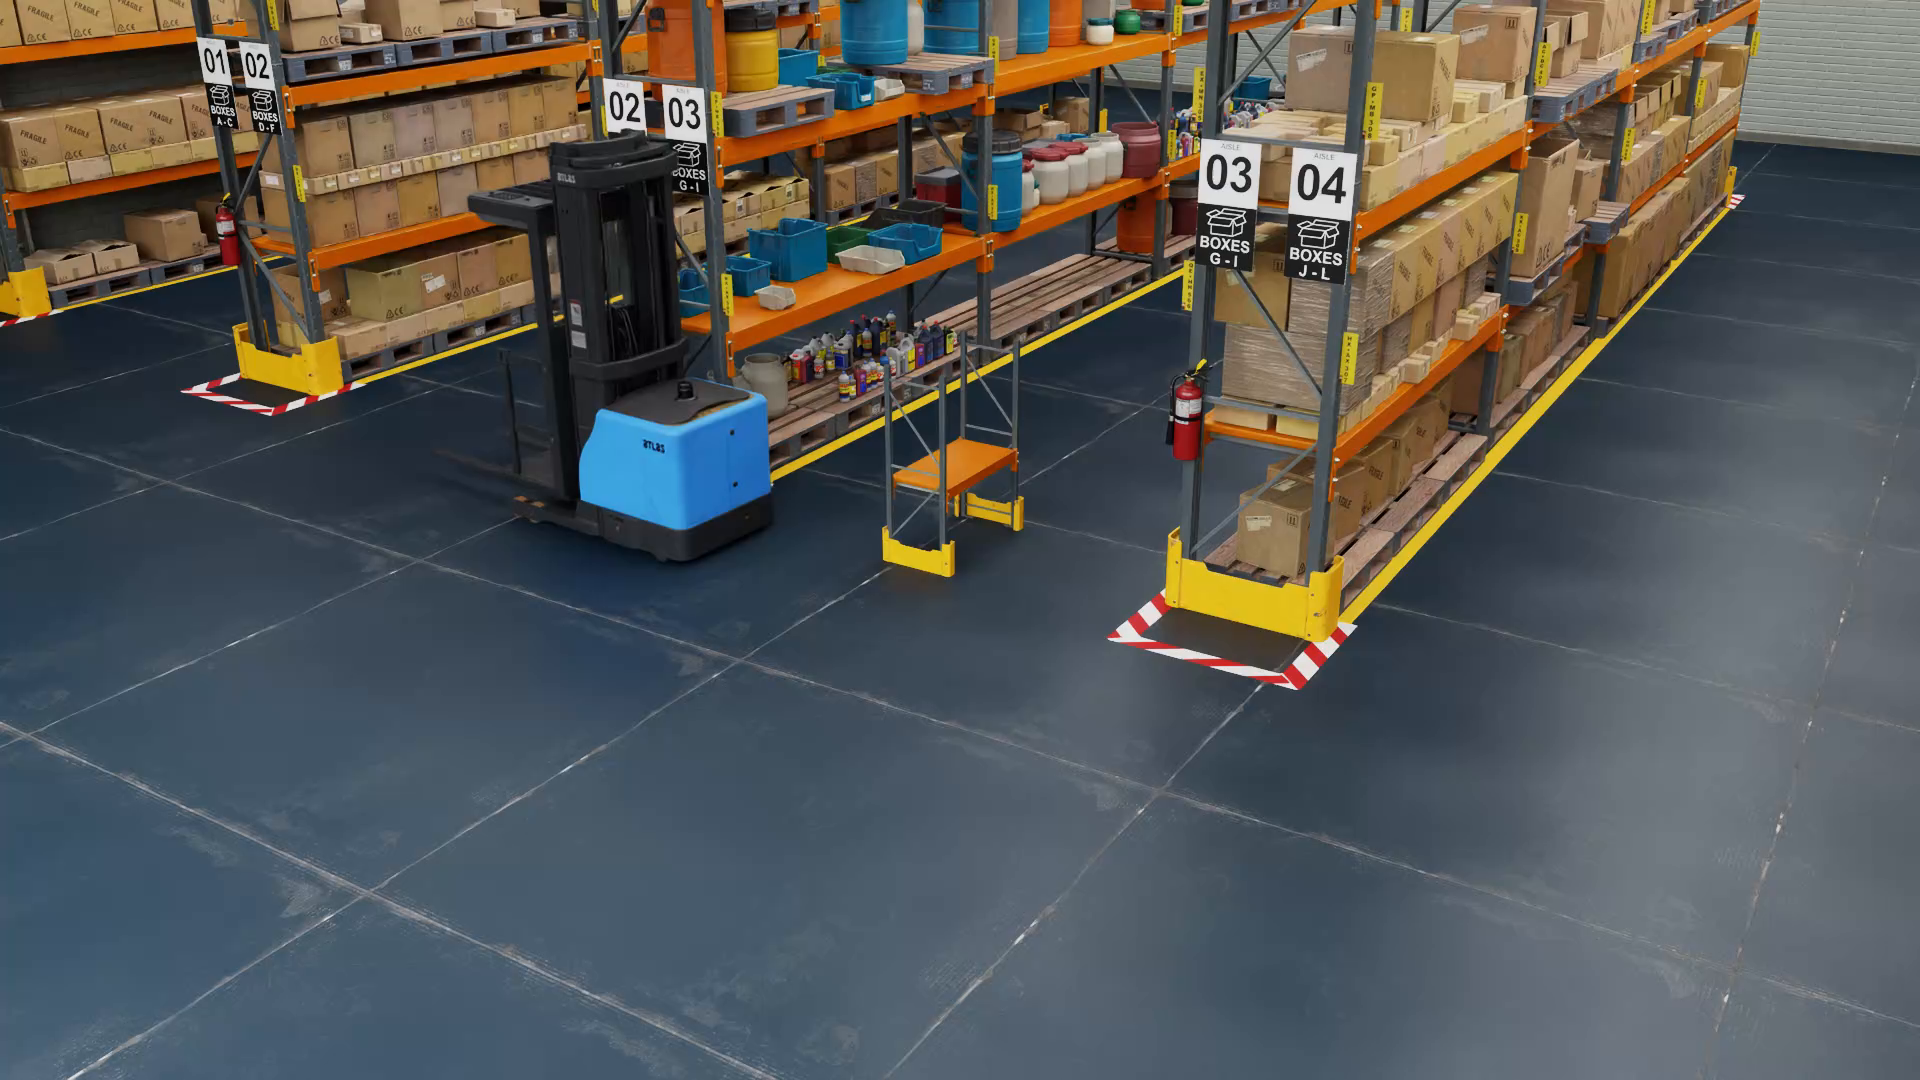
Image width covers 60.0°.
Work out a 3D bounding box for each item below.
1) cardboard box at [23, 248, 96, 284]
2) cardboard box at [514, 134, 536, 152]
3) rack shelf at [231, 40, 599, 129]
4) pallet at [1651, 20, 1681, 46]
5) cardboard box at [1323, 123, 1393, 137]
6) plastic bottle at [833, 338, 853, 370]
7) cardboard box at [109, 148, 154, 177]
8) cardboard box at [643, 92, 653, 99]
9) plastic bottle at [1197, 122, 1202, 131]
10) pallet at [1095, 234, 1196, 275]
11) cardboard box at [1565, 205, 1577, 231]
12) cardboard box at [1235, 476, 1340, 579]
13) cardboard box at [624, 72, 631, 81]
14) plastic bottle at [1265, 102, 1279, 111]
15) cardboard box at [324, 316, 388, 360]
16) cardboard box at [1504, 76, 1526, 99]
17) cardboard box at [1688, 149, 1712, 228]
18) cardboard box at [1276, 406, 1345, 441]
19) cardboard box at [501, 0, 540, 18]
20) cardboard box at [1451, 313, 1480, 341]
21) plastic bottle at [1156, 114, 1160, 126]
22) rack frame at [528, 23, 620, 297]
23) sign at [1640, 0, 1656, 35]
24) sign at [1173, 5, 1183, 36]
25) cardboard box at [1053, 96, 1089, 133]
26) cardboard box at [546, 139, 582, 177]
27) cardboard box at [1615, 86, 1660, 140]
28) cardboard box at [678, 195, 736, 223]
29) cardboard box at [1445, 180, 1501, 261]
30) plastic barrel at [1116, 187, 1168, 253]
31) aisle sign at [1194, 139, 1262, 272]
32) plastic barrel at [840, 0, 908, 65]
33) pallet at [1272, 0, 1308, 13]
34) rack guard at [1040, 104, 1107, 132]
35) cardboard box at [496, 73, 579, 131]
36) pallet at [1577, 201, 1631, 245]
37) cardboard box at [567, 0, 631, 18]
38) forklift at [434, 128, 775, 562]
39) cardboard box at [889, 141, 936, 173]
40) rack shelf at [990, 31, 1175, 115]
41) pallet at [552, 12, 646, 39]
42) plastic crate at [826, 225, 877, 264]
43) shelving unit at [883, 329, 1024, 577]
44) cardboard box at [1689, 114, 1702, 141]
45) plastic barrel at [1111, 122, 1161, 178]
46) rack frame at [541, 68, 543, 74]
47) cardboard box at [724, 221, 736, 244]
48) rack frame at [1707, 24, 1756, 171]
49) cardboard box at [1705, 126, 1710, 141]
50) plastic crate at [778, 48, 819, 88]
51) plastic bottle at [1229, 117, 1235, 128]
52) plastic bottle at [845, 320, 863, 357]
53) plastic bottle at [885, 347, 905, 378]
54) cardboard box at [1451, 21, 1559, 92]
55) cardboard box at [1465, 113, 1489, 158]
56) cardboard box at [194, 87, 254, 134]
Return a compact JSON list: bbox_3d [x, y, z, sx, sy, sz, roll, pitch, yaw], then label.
[{"bbox_3d":[-10.234,-3.140,18.893,0.500,0.311,0.500,11,26,23],"label":"cardboard box"},{"bbox_3d":[-4.723,-4.216,17.607,0.380,0.149,0.250,14,27,29],"label":"cardboard box"},{"bbox_3d":[-5.410,-4.642,16.662,1.077,0.370,4.000,14,27,29],"label":"rack shelf"},{"bbox_3d":[7.051,-5.439,17.837,1.003,0.211,1.213,15,28,31],"label":"pallet"},{"bbox_3d":[2.538,-2.556,10.626,0.380,0.149,0.250,13,27,28],"label":"cardboard box"},{"bbox_3d":[-1.112,-1.768,15.768,0.152,0.276,0.135,14,27,29],"label":"plastic bottle"},{"bbox_3d":[-9.613,-4.344,19.009,0.500,0.250,0.500,13,27,28],"label":"cardboard box"},{"bbox_3d":[-5.045,-6.666,26.386,0.750,0.750,0.750,15,27,31],"label":"cardboard box"},{"bbox_3d":[3.144,-5.453,21.563,0.152,0.276,0.135,14,27,29],"label":"plastic bottle"},{"bbox_3d":[2.341,-3.576,20.580,1.003,0.211,1.213,14,27,29],"label":"pallet"},{"bbox_3d":[5.519,-3.055,15.506,0.396,0.266,0.258,13,27,27],"label":"cardboard box"},{"bbox_3d":[2.292,-0.096,11.649,0.500,0.500,0.500,20,30,38],"label":"cardboard box"},{"bbox_3d":[-5.285,-7.133,25.579,0.380,0.149,0.250,14,27,29],"label":"cardboard box"},{"bbox_3d":[4.138,-5.673,22.071,0.152,0.276,0.135,14,27,29],"label":"plastic bottle"},{"bbox_3d":[-5.993,-1.985,16.328,0.500,0.250,0.500,14,27,29],"label":"cardboard box"},{"bbox_3d":[4.133,-3.513,12.837,0.380,0.149,0.250,15,27,31],"label":"cardboard box"},{"bbox_3d":[9.170,-4.620,21.629,0.875,0.875,0.875,14,27,29],"label":"cardboard box"},{"bbox_3d":[2.302,-0.774,10.914,0.380,0.149,0.250,14,27,29],"label":"cardboard box"},{"bbox_3d":[-4.845,-5.835,17.682,0.500,0.500,0.500,16,28,33],"label":"cardboard box"},{"bbox_3d":[3.835,-1.682,13.010,0.380,0.149,0.250,14,27,29],"label":"cardboard box"},{"bbox_3d":[2.534,-5.215,20.918,0.144,0.351,0.185,14,27,29],"label":"plastic bottle"},{"bbox_3d":[-4.355,-4.270,18.674,1.000,3.000,0.127,14,27,29],"label":"rack frame"},{"bbox_3d":[6.629,-5.042,16.031,0.100,0.325,0.005,14,27,29],"label":"sign"},{"bbox_3d":[2.432,-5.796,18.556,0.100,0.325,0.005,14,27,29],"label":"sign"},{"bbox_3d":[1.897,-7.140,27.896,0.500,0.500,0.500,14,27,29],"label":"cardboard box"},{"bbox_3d":[-4.584,-4.165,18.305,0.700,0.500,0.500,13,27,28],"label":"cardboard box"},{"bbox_3d":[7.262,-4.740,18.370,0.797,0.503,0.637,15,27,31],"label":"cardboard box"},{"bbox_3d":[-3.116,-4.065,20.426,0.500,0.311,0.500,15,27,30],"label":"cardboard box"},{"bbox_3d":[3.793,-2.456,12.723,0.500,0.500,0.500,14,27,29],"label":"cardboard box"},{"bbox_3d":[2.204,-3.946,20.129,0.600,0.830,0.708,14,27,29],"label":"plastic barrel"},{"bbox_3d":[1.661,-2.078,10.337,0.394,0.787,0.004,14,27,29],"label":"aisle sign"},{"bbox_3d":[-0.765,-4.717,14.770,0.600,0.901,0.708,14,27,29],"label":"plastic barrel"},{"bbox_3d":[3.740,-6.936,21.293,1.213,0.211,1.003,14,27,29],"label":"pallet"},{"bbox_3d":[1.935,-7.148,28.467,1.175,0.500,0.348,14,27,29],"label":"rack guard"},{"bbox_3d":[-4.584,-4.760,18.047,0.700,0.500,0.500,14,27,29],"label":"cardboard box"},{"bbox_3d":[5.883,-3.192,16.425,1.213,0.211,1.003,14,27,29],"label":"pallet"},{"bbox_3d":[-4.022,-5.977,18.500,0.500,0.250,0.500,17,29,34],"label":"cardboard box"},{"bbox_3d":[-2.919,-1.629,12.659,3.031,2.935,1.130,16,28,32],"label":"forklift"},{"bbox_3d":[-0.685,-5.464,24.025,0.500,0.500,0.500,14,27,30],"label":"cardboard box"},{"bbox_3d":[0.906,-4.952,17.379,1.077,0.370,4.000,14,27,29],"label":"rack shelf"},{"bbox_3d":[-3.901,-5.859,18.810,0.805,0.209,1.217,13,26,27],"label":"pallet"},{"bbox_3d":[-1.105,-2.735,15.393,0.450,0.188,0.662,14,27,29],"label":"plastic crate"},{"bbox_3d":[-0.040,-0.663,12.228,0.587,1.500,1.083,14,27,29],"label":"shelving unit"},{"bbox_3d":[8.749,-5.064,20.323,0.500,0.250,0.500,13,27,28],"label":"cardboard box"},{"bbox_3d":[1.973,-4.423,18.856,0.600,0.536,0.708,14,27,29],"label":"plastic barrel"},{"bbox_3d":[-6.456,-6.657,24.187,1.000,3.000,0.127,14,27,29],"label":"rack frame"},{"bbox_3d":[-3.121,-3.804,20.530,0.500,0.250,0.500,14,27,30],"label":"cardboard box"},{"bbox_3d":[10.389,-6.243,23.231,1.000,3.000,0.127,14,27,29],"label":"rack frame"},{"bbox_3d":[9.266,-5.161,21.048,0.380,0.149,0.250,13,27,28],"label":"cardboard box"},{"bbox_3d":[-1.509,-3.957,14.194,0.392,0.384,0.575,14,27,29],"label":"plastic crate"},{"bbox_3d":[3.402,-5.172,20.903,0.061,0.283,0.133,14,27,29],"label":"plastic bottle"},{"bbox_3d":[-1.027,-1.968,16.136,0.144,0.351,0.185,13,26,27],"label":"plastic bottle"},{"bbox_3d":[-0.605,-1.677,15.559,0.152,0.276,0.135,14,27,30],"label":"plastic bottle"},{"bbox_3d":[4.391,-3.947,13.494,0.797,0.503,0.637,12,26,26],"label":"cardboard box"},{"bbox_3d":[3.491,-2.945,12.026,0.500,0.250,0.500,14,27,29],"label":"cardboard box"},{"bbox_3d":[-8.811,-5.197,20.036,0.500,0.500,0.500,14,27,29],"label":"cardboard box"}]
